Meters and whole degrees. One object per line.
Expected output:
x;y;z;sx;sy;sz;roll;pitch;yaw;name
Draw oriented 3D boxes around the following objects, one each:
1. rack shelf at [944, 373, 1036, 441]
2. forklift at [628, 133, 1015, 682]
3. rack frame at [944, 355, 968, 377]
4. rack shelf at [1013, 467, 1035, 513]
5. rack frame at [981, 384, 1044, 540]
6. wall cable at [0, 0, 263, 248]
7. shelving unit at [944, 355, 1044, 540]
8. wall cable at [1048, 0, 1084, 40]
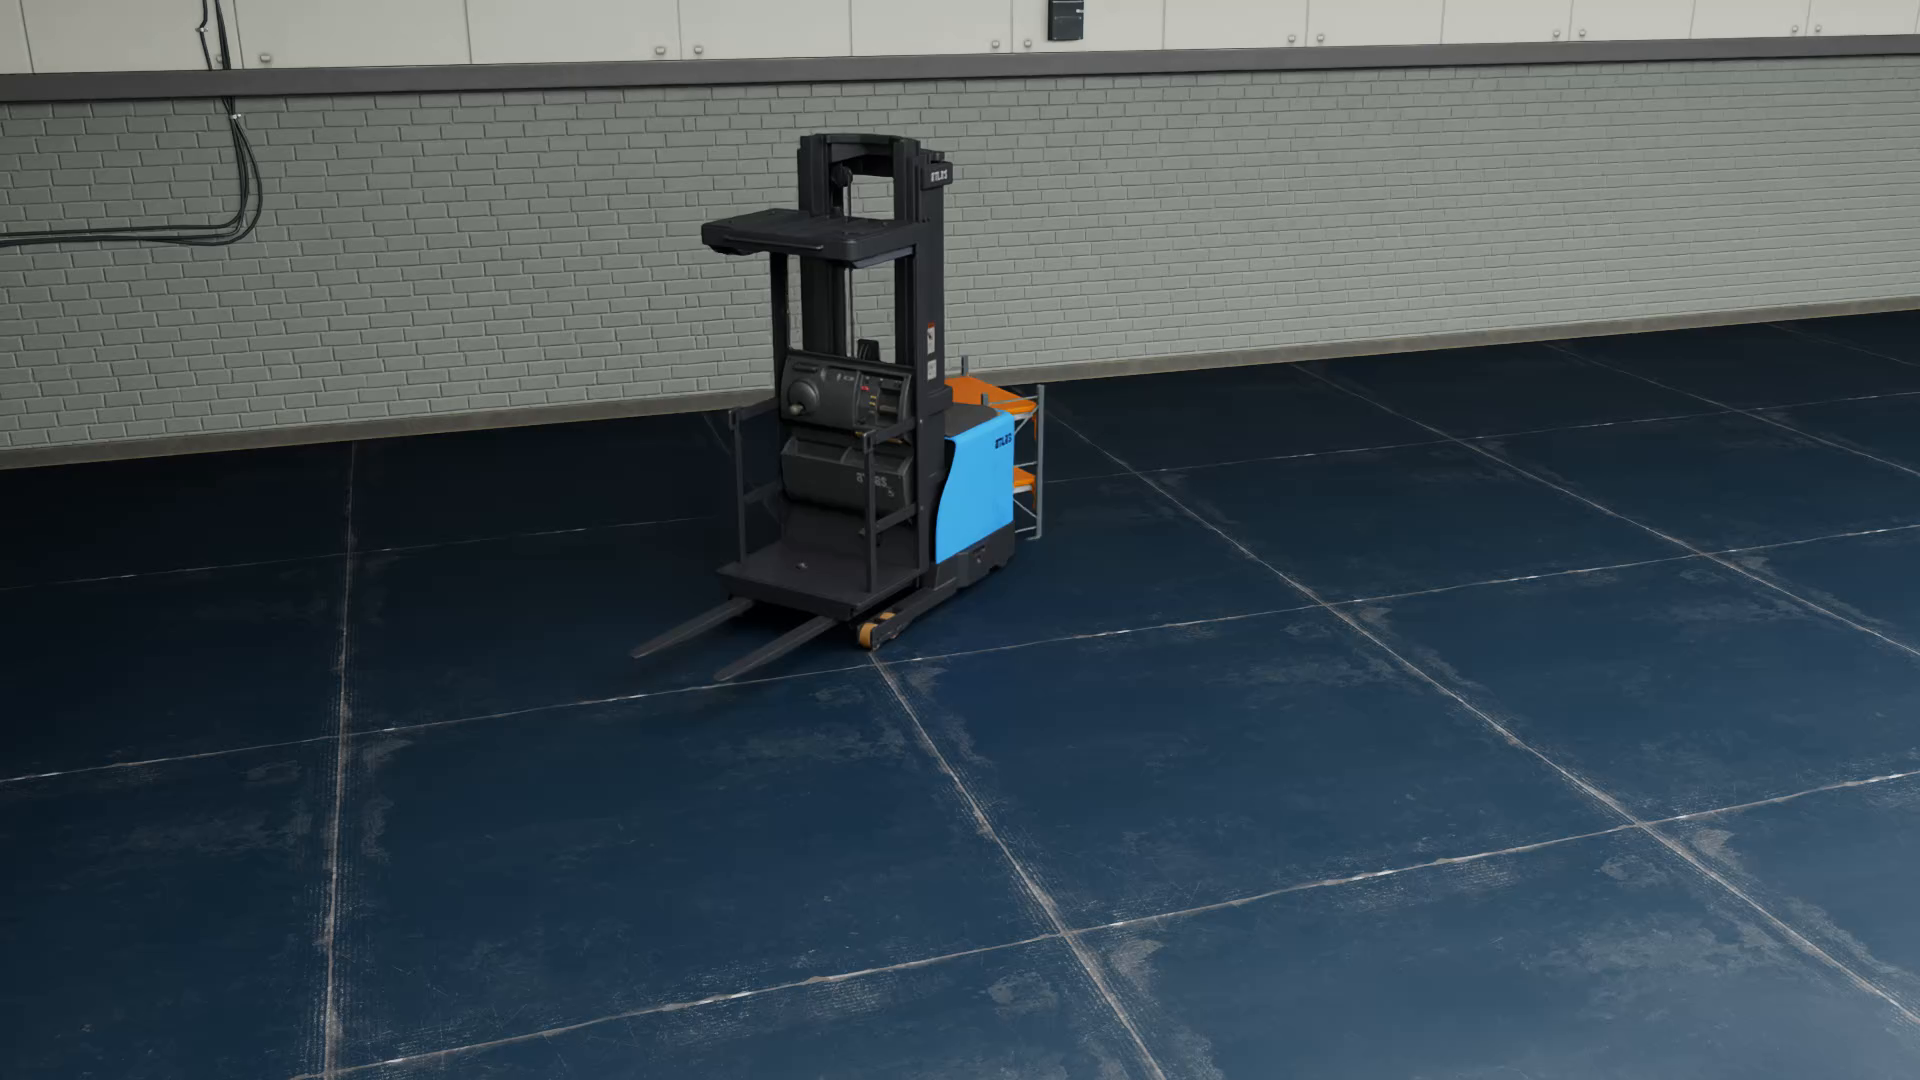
0.102;-0.934;11.987;0.538;0.278;1.000;-12;23;-29;rack shelf
-0.816;-0.892;10.065;1.130;2.935;3.031;12;23;29;forklift
-0.160;-0.806;12.496;0.500;1.125;0.032;-12;23;-29;rack frame
0.102;-0.429;12.169;0.538;0.278;1.000;-12;23;-29;rack shelf
0.365;-0.512;11.677;0.500;1.125;0.032;-12;23;-29;rack frame
-7.103;-3.412;12.699;3.097;2.526;0.112;-6;21;-17;wall cable
0.102;-0.659;12.086;0.538;1.125;1.048;-12;23;-29;shelving unit
1.914;-7.478;14.393;2.305;6.003;0.169;-6;21;-17;wall cable
